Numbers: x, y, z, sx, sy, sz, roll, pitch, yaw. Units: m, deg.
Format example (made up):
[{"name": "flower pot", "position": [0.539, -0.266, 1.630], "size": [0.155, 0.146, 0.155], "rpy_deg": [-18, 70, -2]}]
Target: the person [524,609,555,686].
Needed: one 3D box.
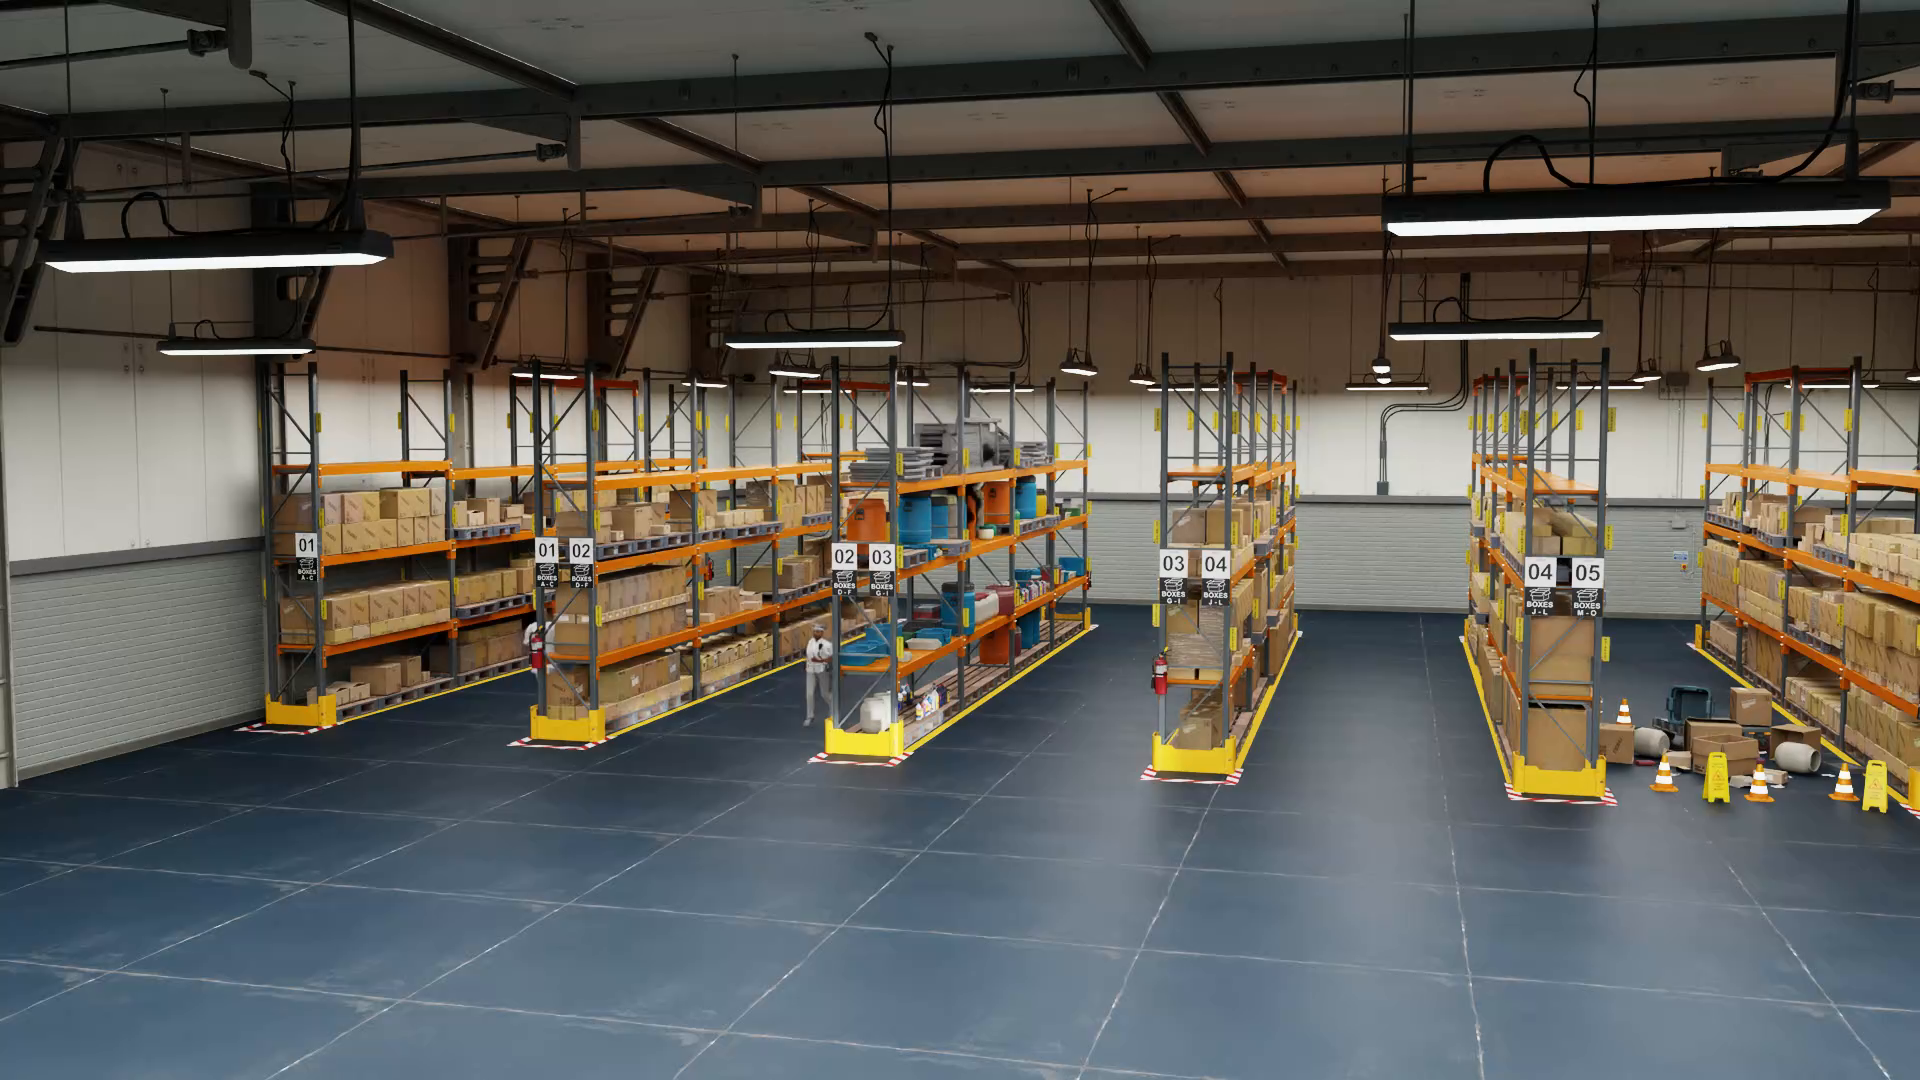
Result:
[{"name": "person", "position": [-7.229, 2.090, 28.841], "size": [0.685, 1.826, 0.777], "rpy_deg": [0, 4, 6]}]

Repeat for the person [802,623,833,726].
[{"name": "person", "position": [-2.359, 2.208, 27.627], "size": [0.583, 1.664, 0.899], "rpy_deg": [1, 4, 20]}]
